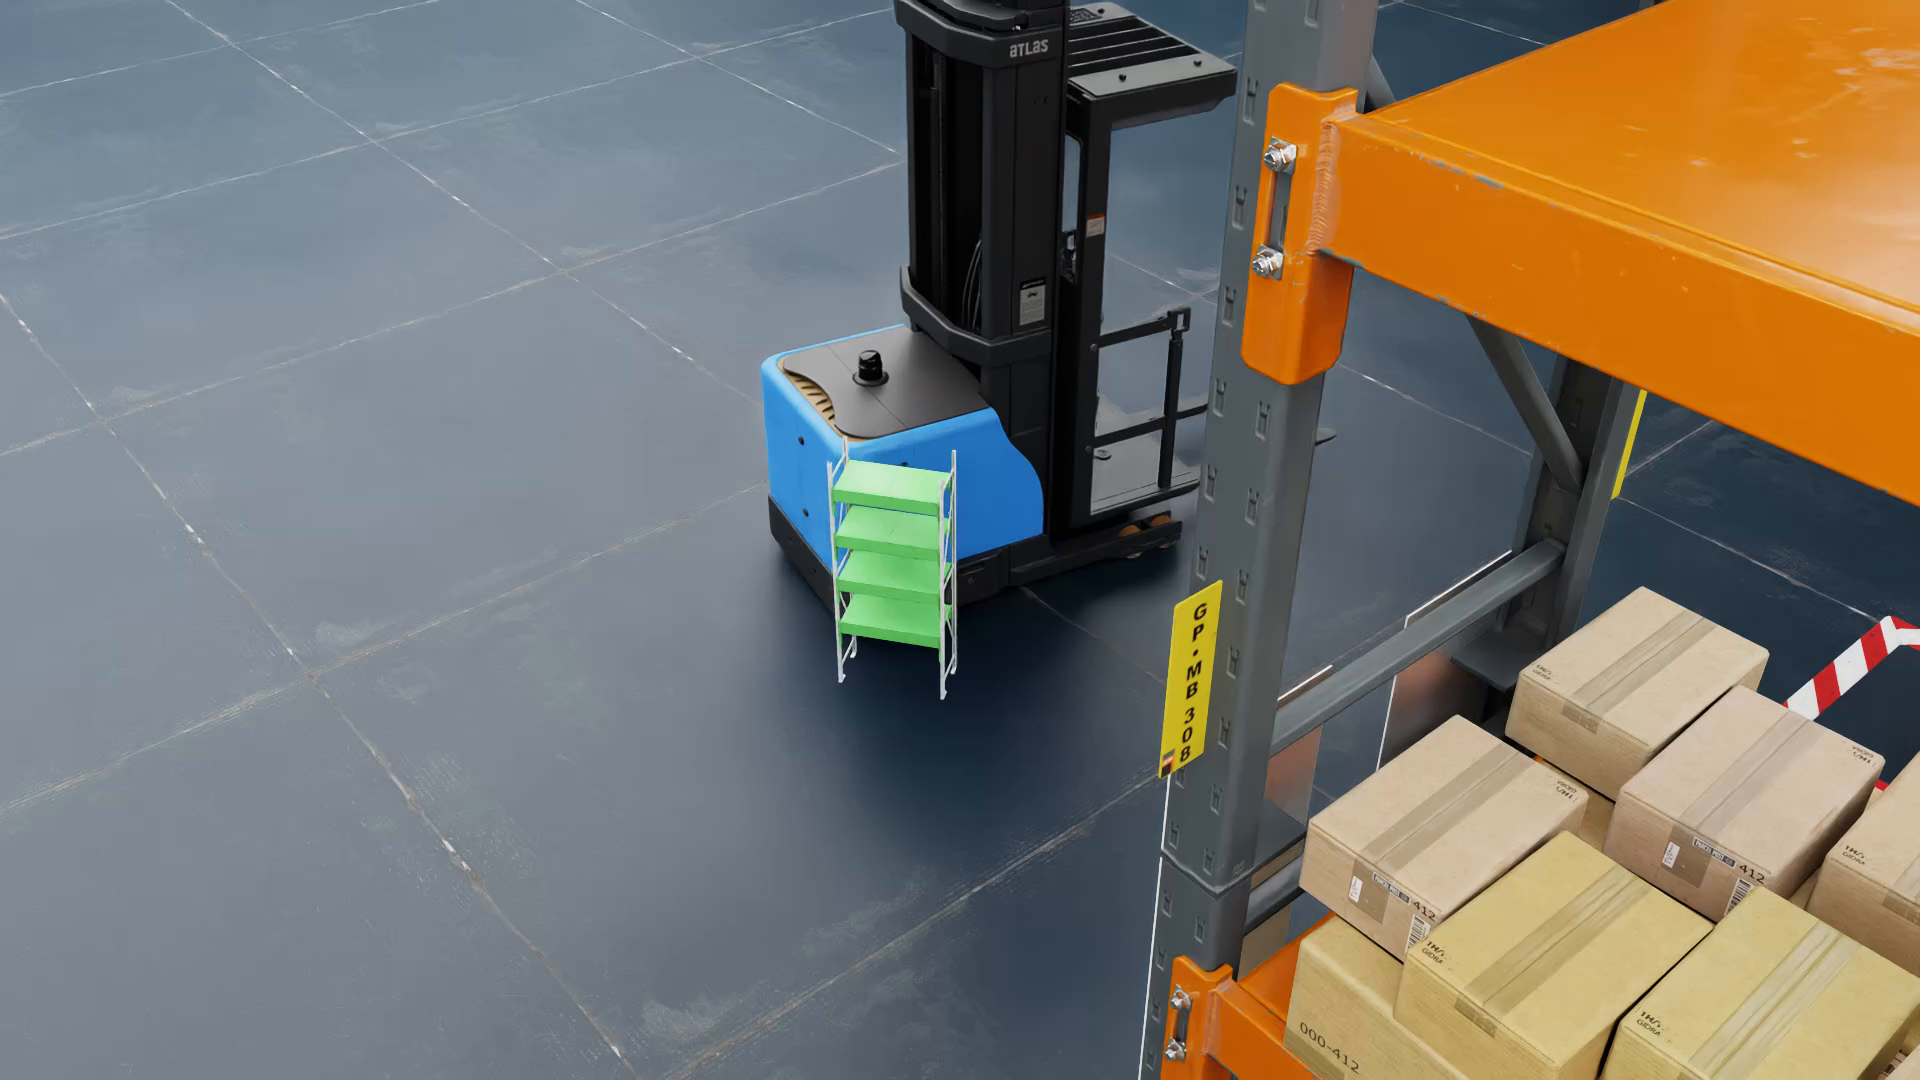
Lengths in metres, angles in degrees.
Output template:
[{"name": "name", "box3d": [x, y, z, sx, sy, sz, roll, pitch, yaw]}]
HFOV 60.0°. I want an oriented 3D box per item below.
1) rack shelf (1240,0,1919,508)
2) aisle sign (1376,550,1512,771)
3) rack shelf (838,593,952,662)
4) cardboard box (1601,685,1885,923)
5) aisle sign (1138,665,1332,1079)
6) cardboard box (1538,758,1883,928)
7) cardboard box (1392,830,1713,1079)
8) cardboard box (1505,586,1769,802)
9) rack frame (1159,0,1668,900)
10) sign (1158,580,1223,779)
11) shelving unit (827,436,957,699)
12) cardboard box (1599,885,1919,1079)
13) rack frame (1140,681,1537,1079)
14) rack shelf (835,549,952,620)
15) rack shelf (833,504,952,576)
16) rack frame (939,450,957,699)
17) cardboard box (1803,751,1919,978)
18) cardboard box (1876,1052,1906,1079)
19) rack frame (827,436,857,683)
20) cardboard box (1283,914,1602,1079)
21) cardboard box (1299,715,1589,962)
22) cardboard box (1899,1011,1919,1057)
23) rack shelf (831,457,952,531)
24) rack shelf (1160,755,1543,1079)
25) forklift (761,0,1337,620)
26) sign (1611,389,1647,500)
[{"name": "rack shelf", "box3d": [2.041, 0.314, 1.047, 1.077, 0.370, 4.000, -26, 43, -32]}, {"name": "aisle sign", "box3d": [0.939, 0.384, 3.264, 0.394, 0.787, 0.004, -26, 43, -32]}, {"name": "rack shelf", "box3d": [-0.289, 0.387, 7.593, 0.480, 0.148, 0.258, 8, 36, 11]}, {"name": "cardboard box", "box3d": [1.246, 0.423, 2.648, 0.380, 0.149, 0.250, -28, 44, -33]}, {"name": "aisle sign", "box3d": [0.481, 0.608, 2.948, 0.394, 0.787, 0.004, -26, 43, -32]}, {"name": "cardboard box", "box3d": [1.255, 0.539, 2.829, 0.500, 0.250, 0.500, -25, 42, -31]}, {"name": "cardboard box", "box3d": [0.845, 0.617, 2.374, 0.380, 0.149, 0.250, -25, 42, -31]}, {"name": "cardboard box", "box3d": [1.168, 0.265, 2.872, 0.380, 0.149, 0.250, -26, 43, -32]}, {"name": "rack frame", "box3d": [0.750, -0.864, 2.085, 1.000, 3.000, 0.127, -26, 43, -32]}, {"name": "sign", "box3d": [0.336, 0.206, 2.414, 0.100, 0.325, 0.005, -26, 43, -32]}, {"name": "shelving unit", "box3d": [-0.289, 0.139, 7.417, 0.503, 1.200, 0.258, 8, 36, 11]}, {"name": "cardboard box", "box3d": [1.102, 0.682, 2.282, 0.380, 0.149, 0.250, -27, 43, -33]}, {"name": "rack frame", "box3d": [0.750, 1.584, 3.819, 1.000, 3.000, 0.127, -26, 43, -32]}, {"name": "rack shelf", "box3d": [-0.289, 0.191, 7.454, 0.480, 0.148, 0.258, 8, 36, 11]}, {"name": "rack shelf", "box3d": [-0.289, -0.005, 7.315, 0.480, 0.148, 0.258, 8, 36, 11]}, {"name": "rack frame", "box3d": [-0.053, 0.173, 7.369, 0.015, 1.200, 0.240, 8, 36, 11]}, {"name": "cardboard box", "box3d": [1.506, 0.503, 2.535, 0.380, 0.149, 0.250, -28, 44, -34]}, {"name": "cardboard box", "box3d": [1.201, 0.956, 2.241, 0.500, 0.250, 0.500, -27, 43, -33]}, {"name": "rack frame", "box3d": [-0.526, 0.104, 7.466, 0.015, 1.200, 0.240, 8, 36, 11]}, {"name": "cardboard box", "box3d": [0.864, 0.730, 2.559, 0.500, 0.250, 0.500, -25, 42, -30]}, {"name": "cardboard box", "box3d": [0.751, 0.466, 2.587, 0.380, 0.149, 0.250, -26, 43, -32]}, {"name": "cardboard box", "box3d": [1.580, 0.759, 2.519, 0.500, 0.250, 0.500, -26, 43, -32]}, {"name": "rack shelf", "box3d": [-0.289, -0.201, 7.177, 0.480, 0.148, 0.258, 8, 36, 11]}, {"name": "rack shelf", "box3d": [2.041, 1.537, 1.913, 1.077, 0.370, 4.000, -26, 43, -32]}, {"name": "forklift", "box3d": [0.569, -1.356, 8.030, 3.031, 2.935, 1.130, -17, 39, -22]}, {"name": "sign", "box3d": [1.187, -0.200, 2.976, 0.100, 0.325, 0.005, -26, 43, -32]}]
